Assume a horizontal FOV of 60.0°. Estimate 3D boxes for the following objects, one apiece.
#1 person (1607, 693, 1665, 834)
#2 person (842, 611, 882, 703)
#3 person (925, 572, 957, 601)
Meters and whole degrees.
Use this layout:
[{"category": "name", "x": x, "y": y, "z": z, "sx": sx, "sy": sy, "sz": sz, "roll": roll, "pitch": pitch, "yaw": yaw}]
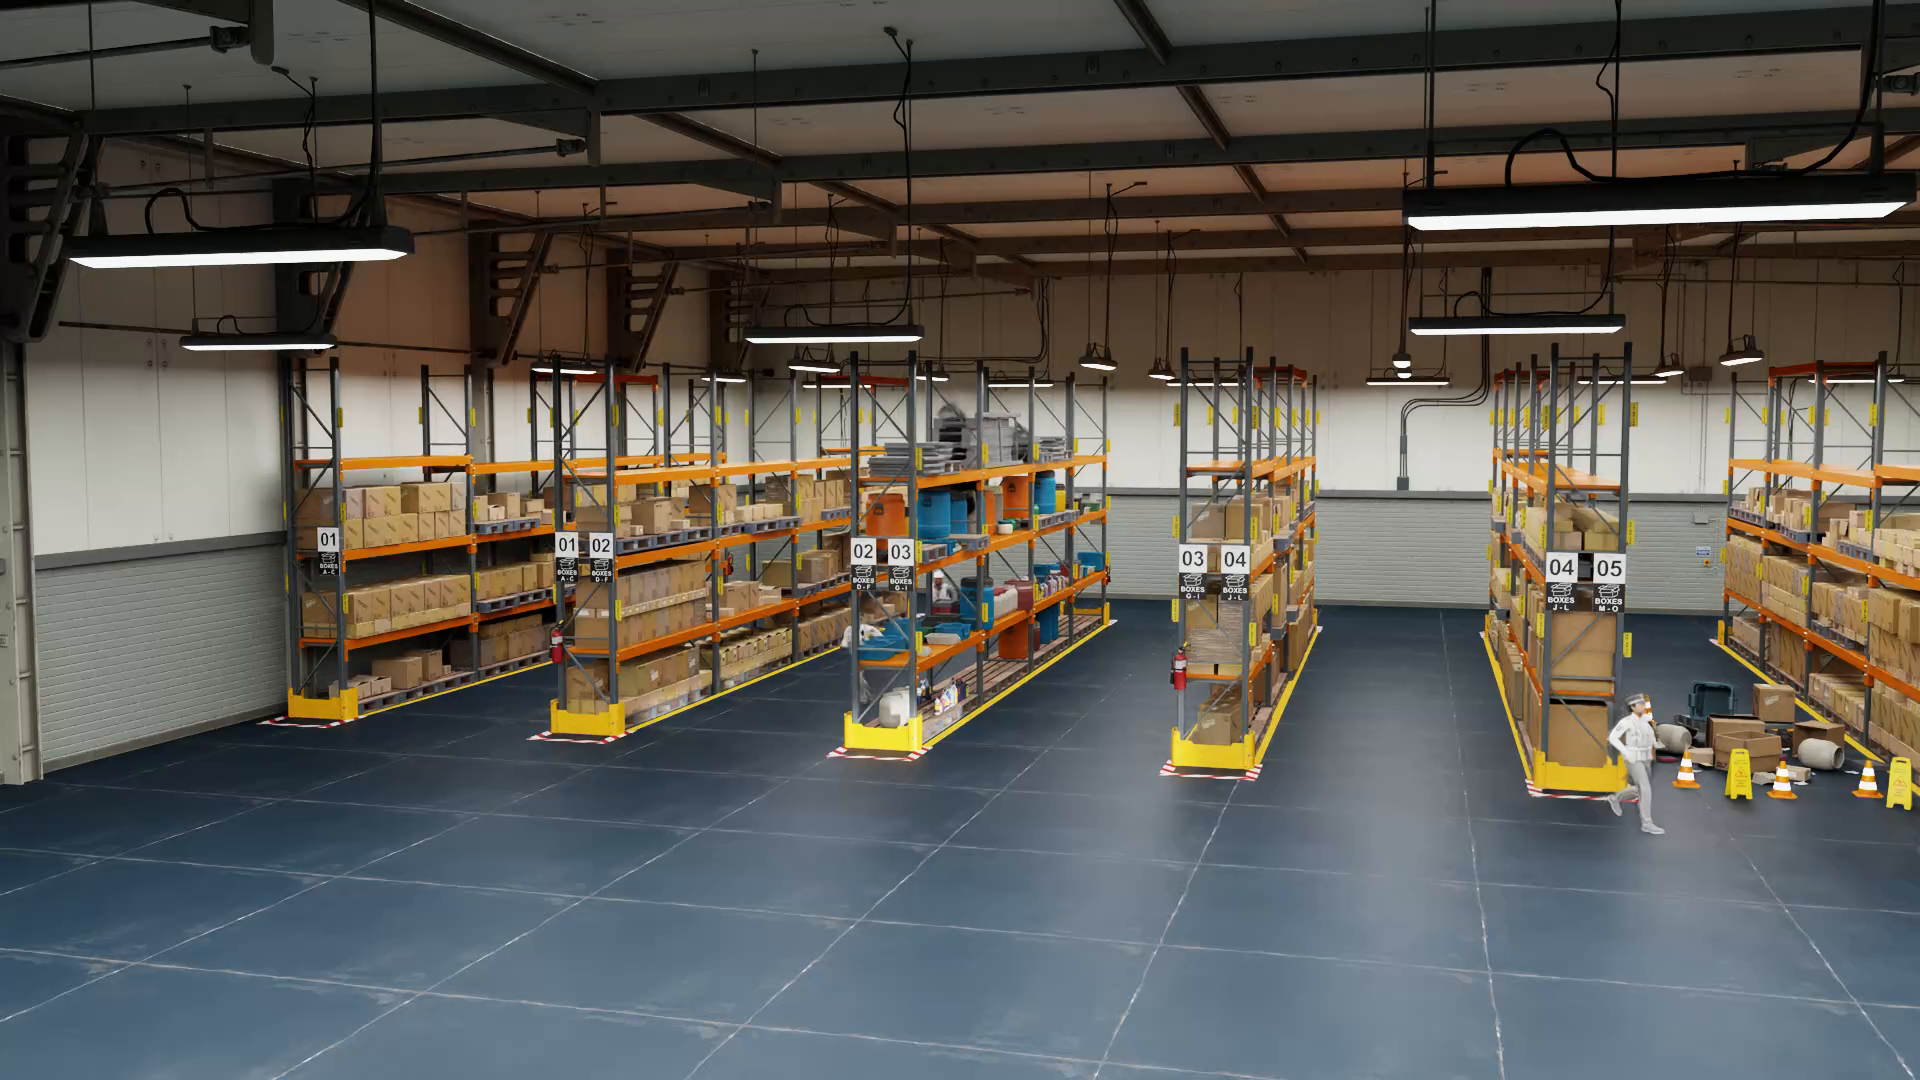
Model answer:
[{"category": "person", "x": 8.216, "y": 2.677, "z": 20.209, "sx": 0.626, "sy": 1.667, "sz": 0.835, "roll": -3, "pitch": 5, "yaw": -32}, {"category": "person", "x": -1.735, "y": 2.033, "z": 28.938, "sx": 0.646, "sy": 1.643, "sz": 0.749, "roll": 2, "pitch": 4, "yaw": 21}, {"category": "person", "x": -0.422, "y": 1.522, "z": 36.030, "sx": 0.648, "sy": 1.702, "sz": 0.723, "roll": 1, "pitch": 4, "yaw": 17}]
